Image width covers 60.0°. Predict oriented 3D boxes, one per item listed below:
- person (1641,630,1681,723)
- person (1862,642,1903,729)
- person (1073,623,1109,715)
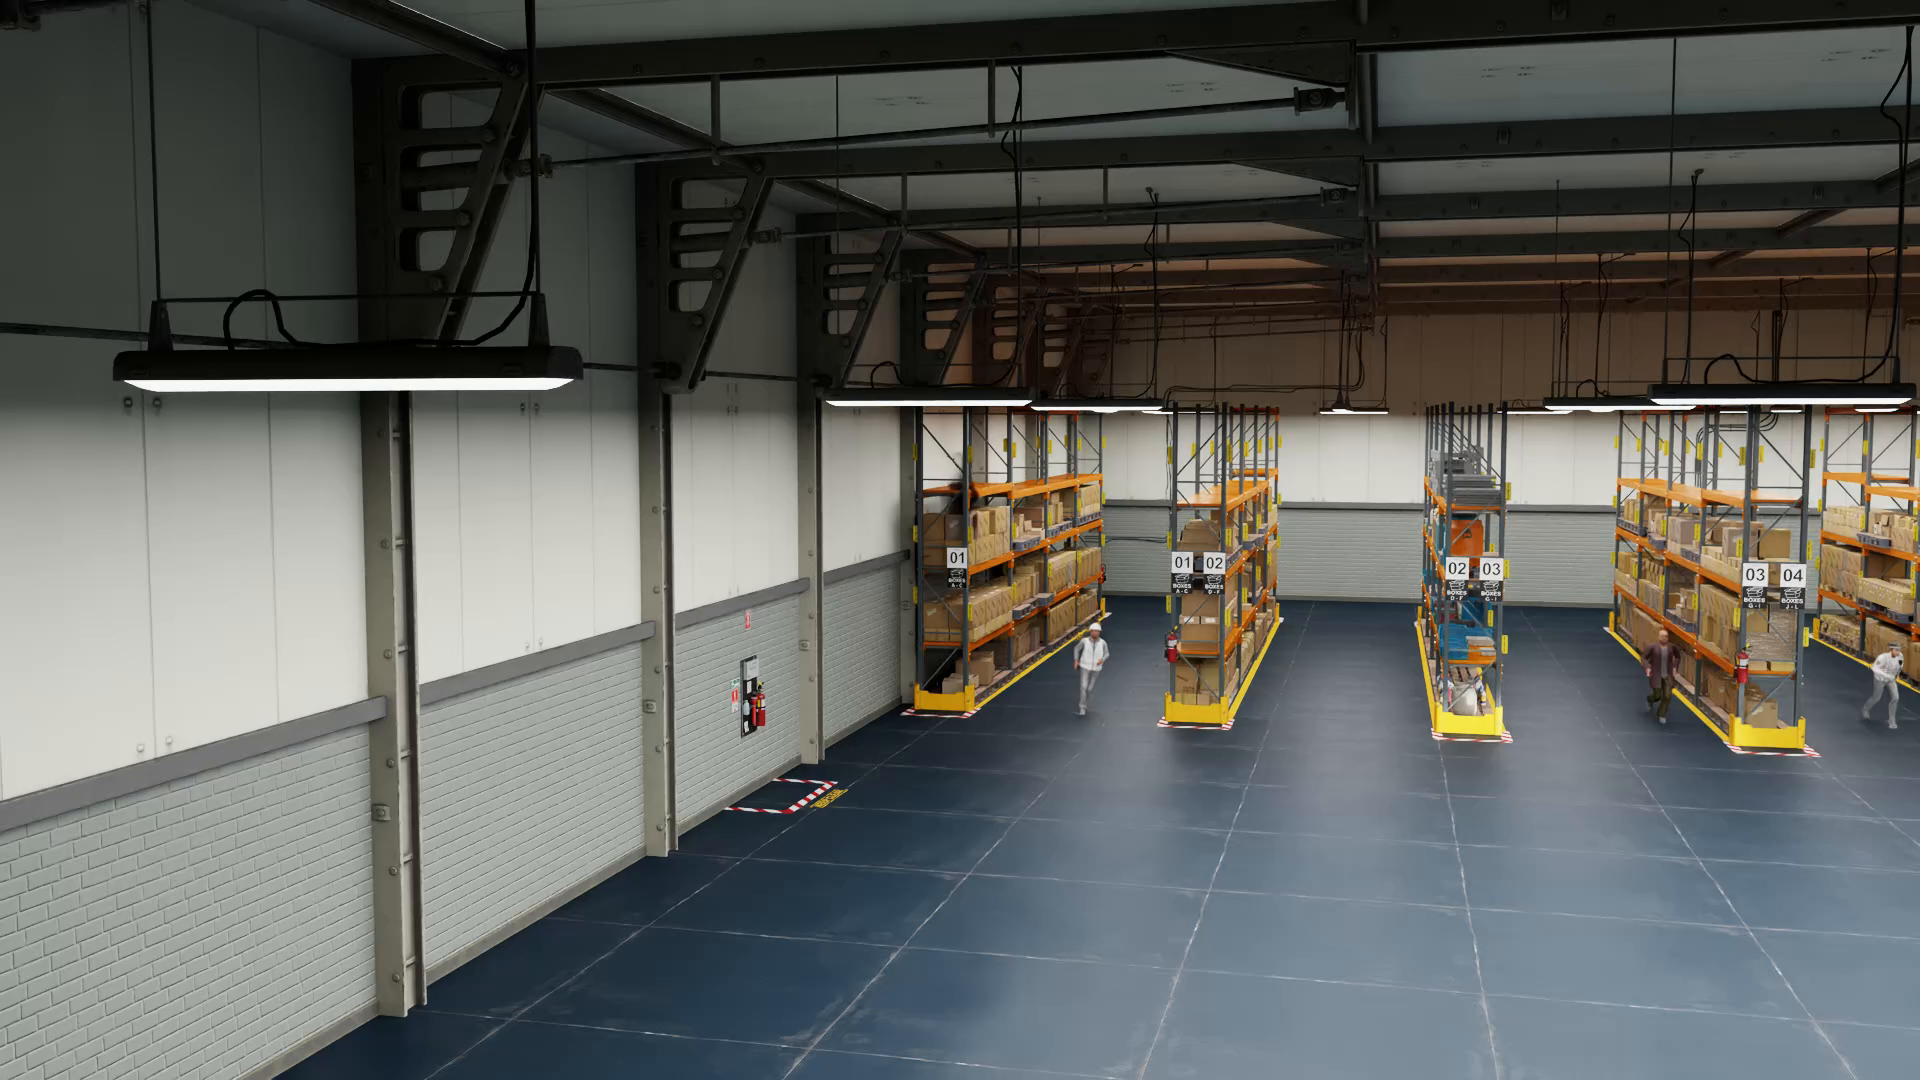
[{"bbox_3d":[13.246,2.555,31.432,0.726,1.734,0.721,0,4,3],"label":"person"},{"bbox_3d":[17.181,2.664,30.964,0.665,1.629,0.958,-1,4,-9],"label":"person"},{"bbox_3d":[2.530,2.450,31.994,0.685,1.709,0.994,-1,4,-9],"label":"person"}]
